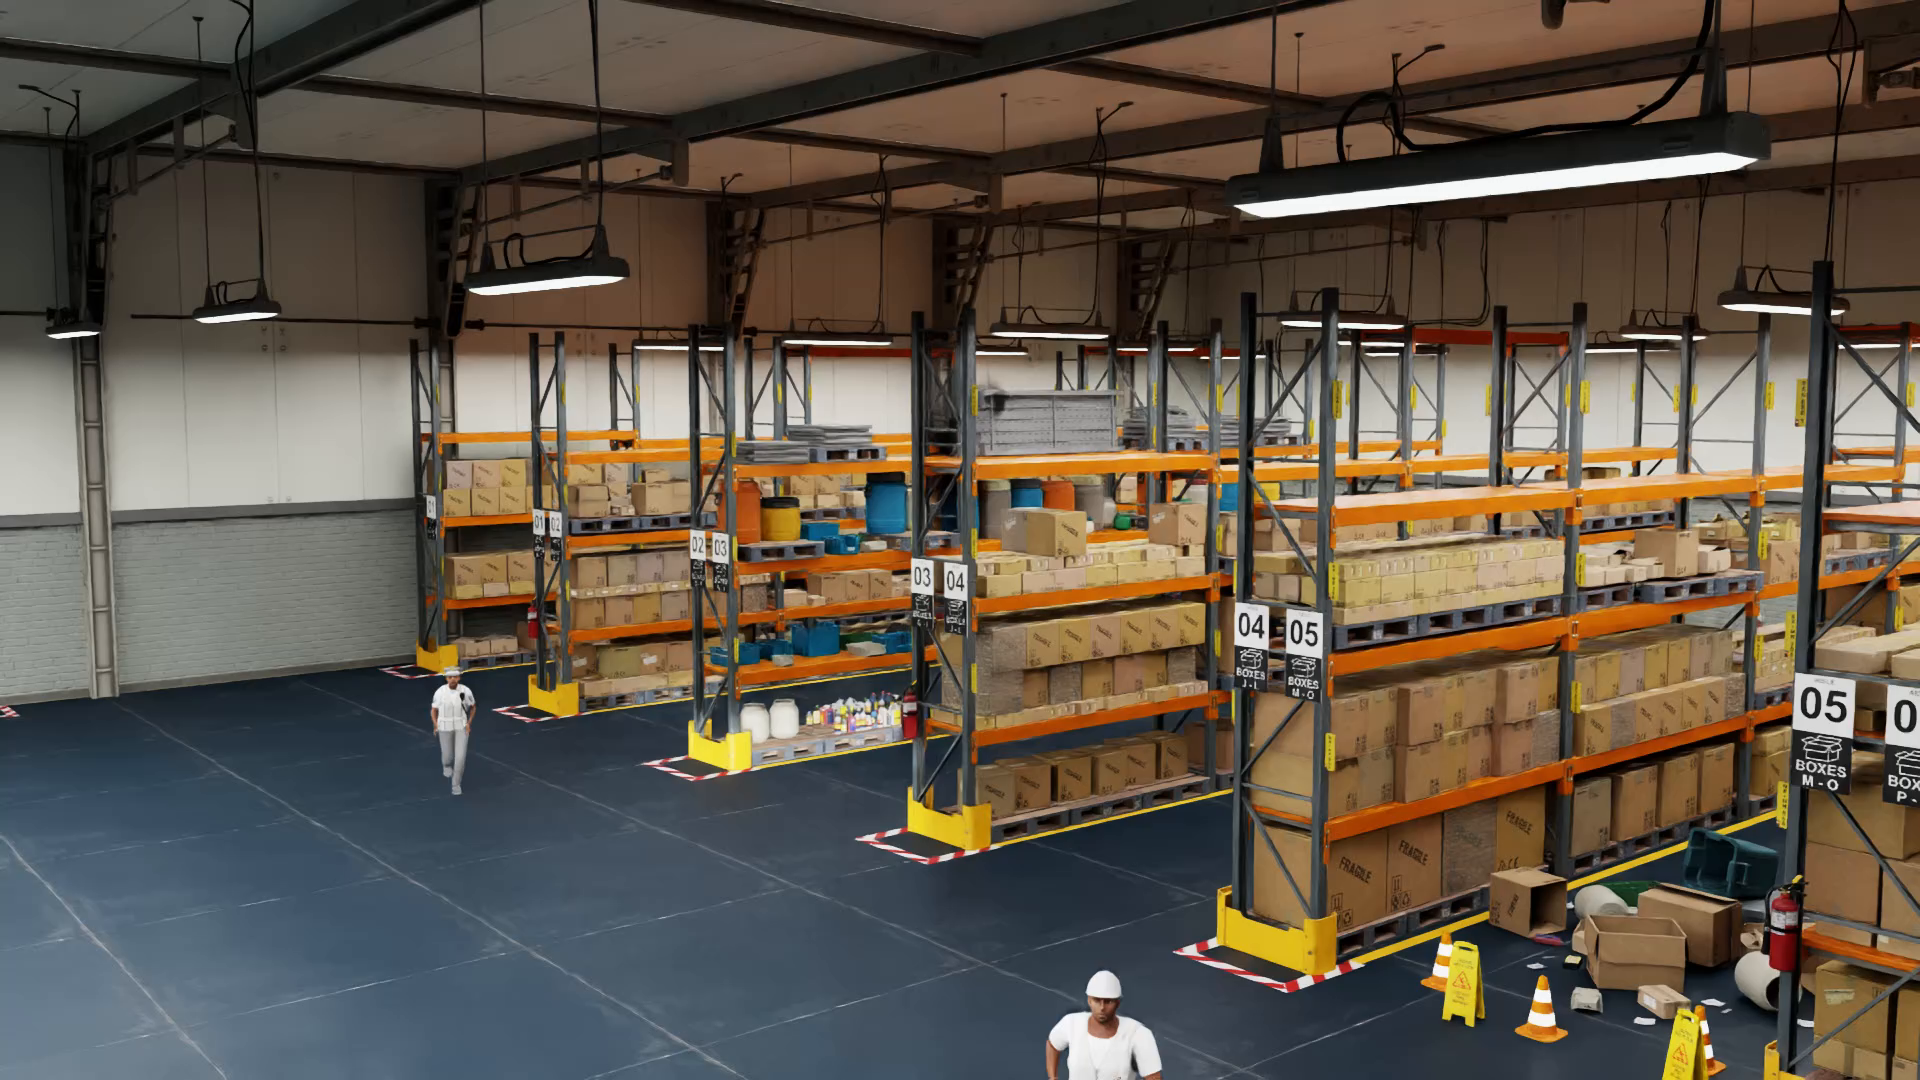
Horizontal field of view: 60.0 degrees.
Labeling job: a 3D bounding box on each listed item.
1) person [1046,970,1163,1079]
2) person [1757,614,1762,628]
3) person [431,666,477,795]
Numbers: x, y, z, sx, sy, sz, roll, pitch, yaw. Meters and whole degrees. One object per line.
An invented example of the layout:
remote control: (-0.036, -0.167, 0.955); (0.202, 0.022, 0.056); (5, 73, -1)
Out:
person: (0.821, 3.364, 9.628); (0.705, 1.760, 0.966); (1, 5, 9)
person: (11.740, 1.985, 24.686); (0.799, 1.847, 0.651); (-4, 7, -40)
person: (-6.462, 2.390, 21.243); (0.558, 1.649, 0.592); (-2, 6, -18)
